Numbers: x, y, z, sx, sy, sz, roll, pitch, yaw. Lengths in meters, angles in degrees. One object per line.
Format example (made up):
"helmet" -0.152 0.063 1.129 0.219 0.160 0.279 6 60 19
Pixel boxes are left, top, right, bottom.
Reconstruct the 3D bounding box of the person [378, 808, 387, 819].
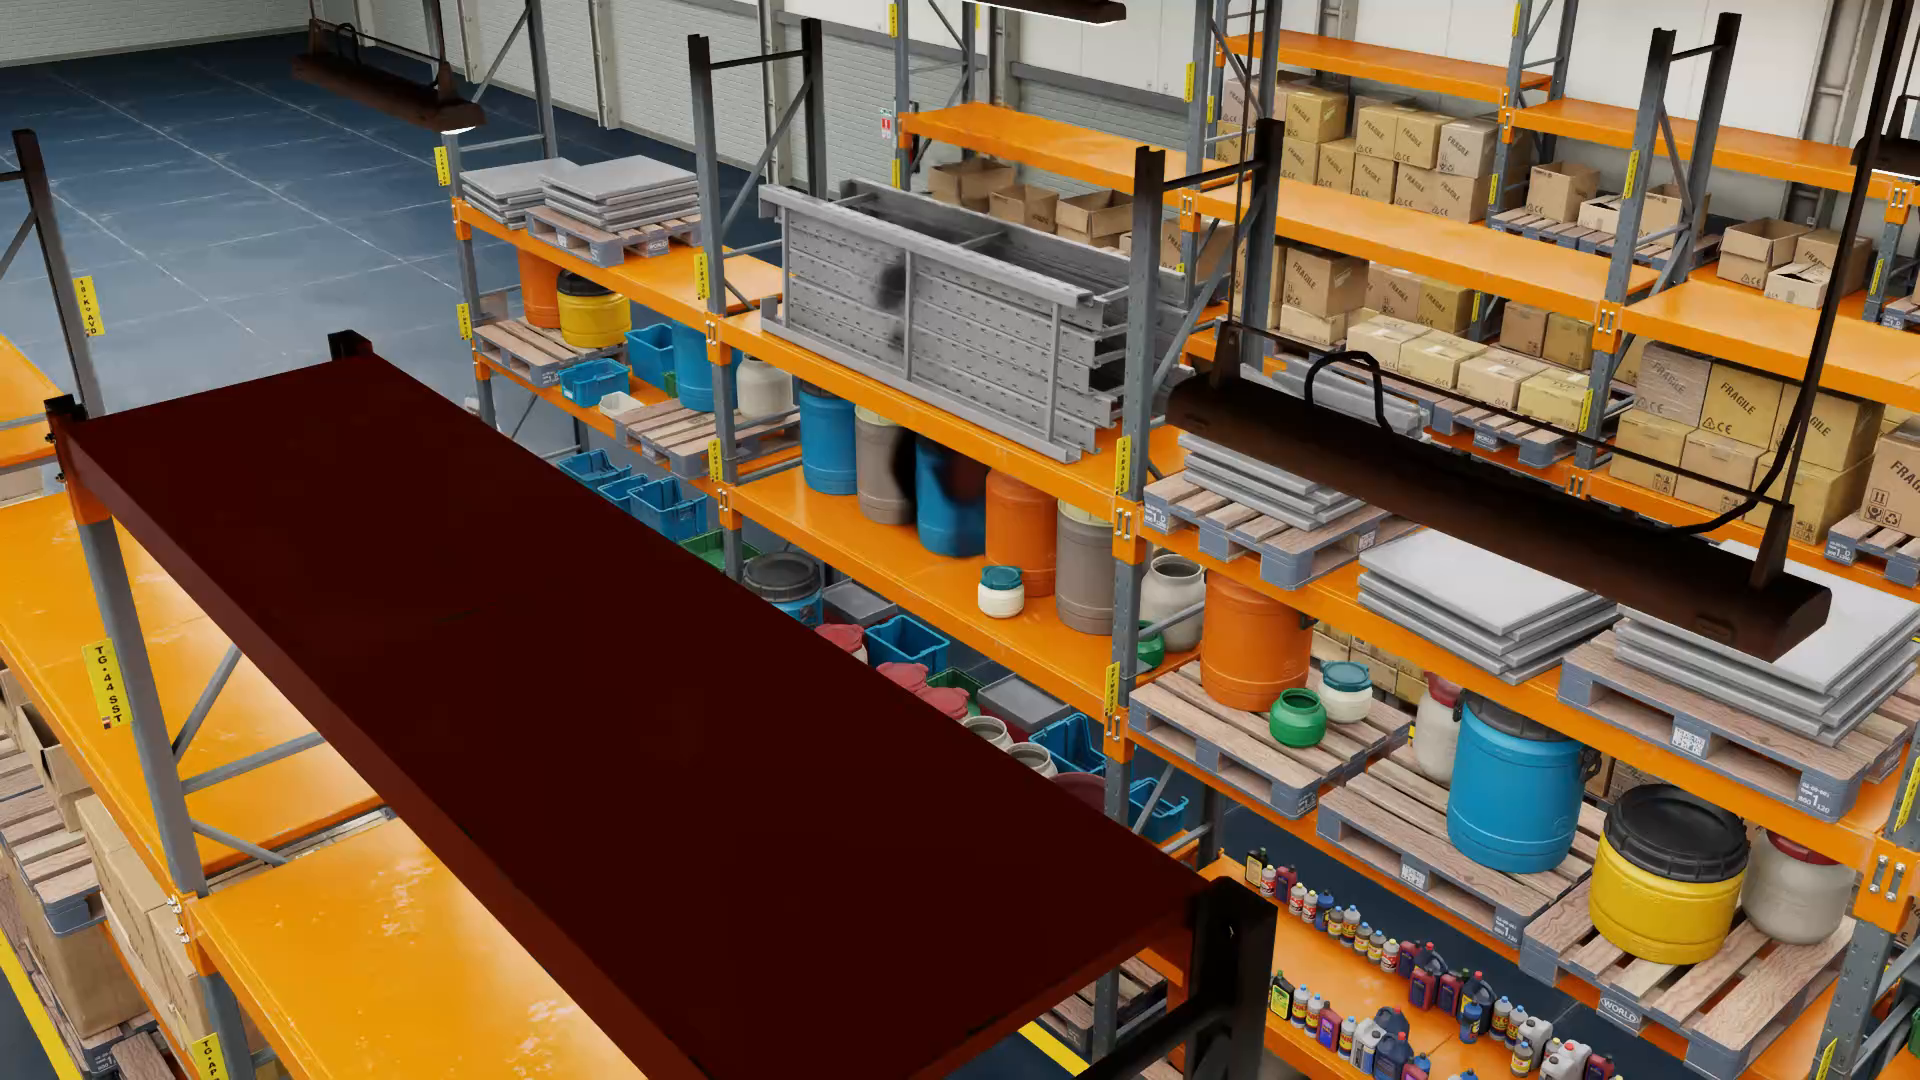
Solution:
"person" -4.694 1.578 12.523 0.838 1.815 0.635 19 33 33

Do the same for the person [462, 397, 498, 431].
"person" -4.818 -0.709 17.162 0.494 1.658 0.623 -4 27 -9
